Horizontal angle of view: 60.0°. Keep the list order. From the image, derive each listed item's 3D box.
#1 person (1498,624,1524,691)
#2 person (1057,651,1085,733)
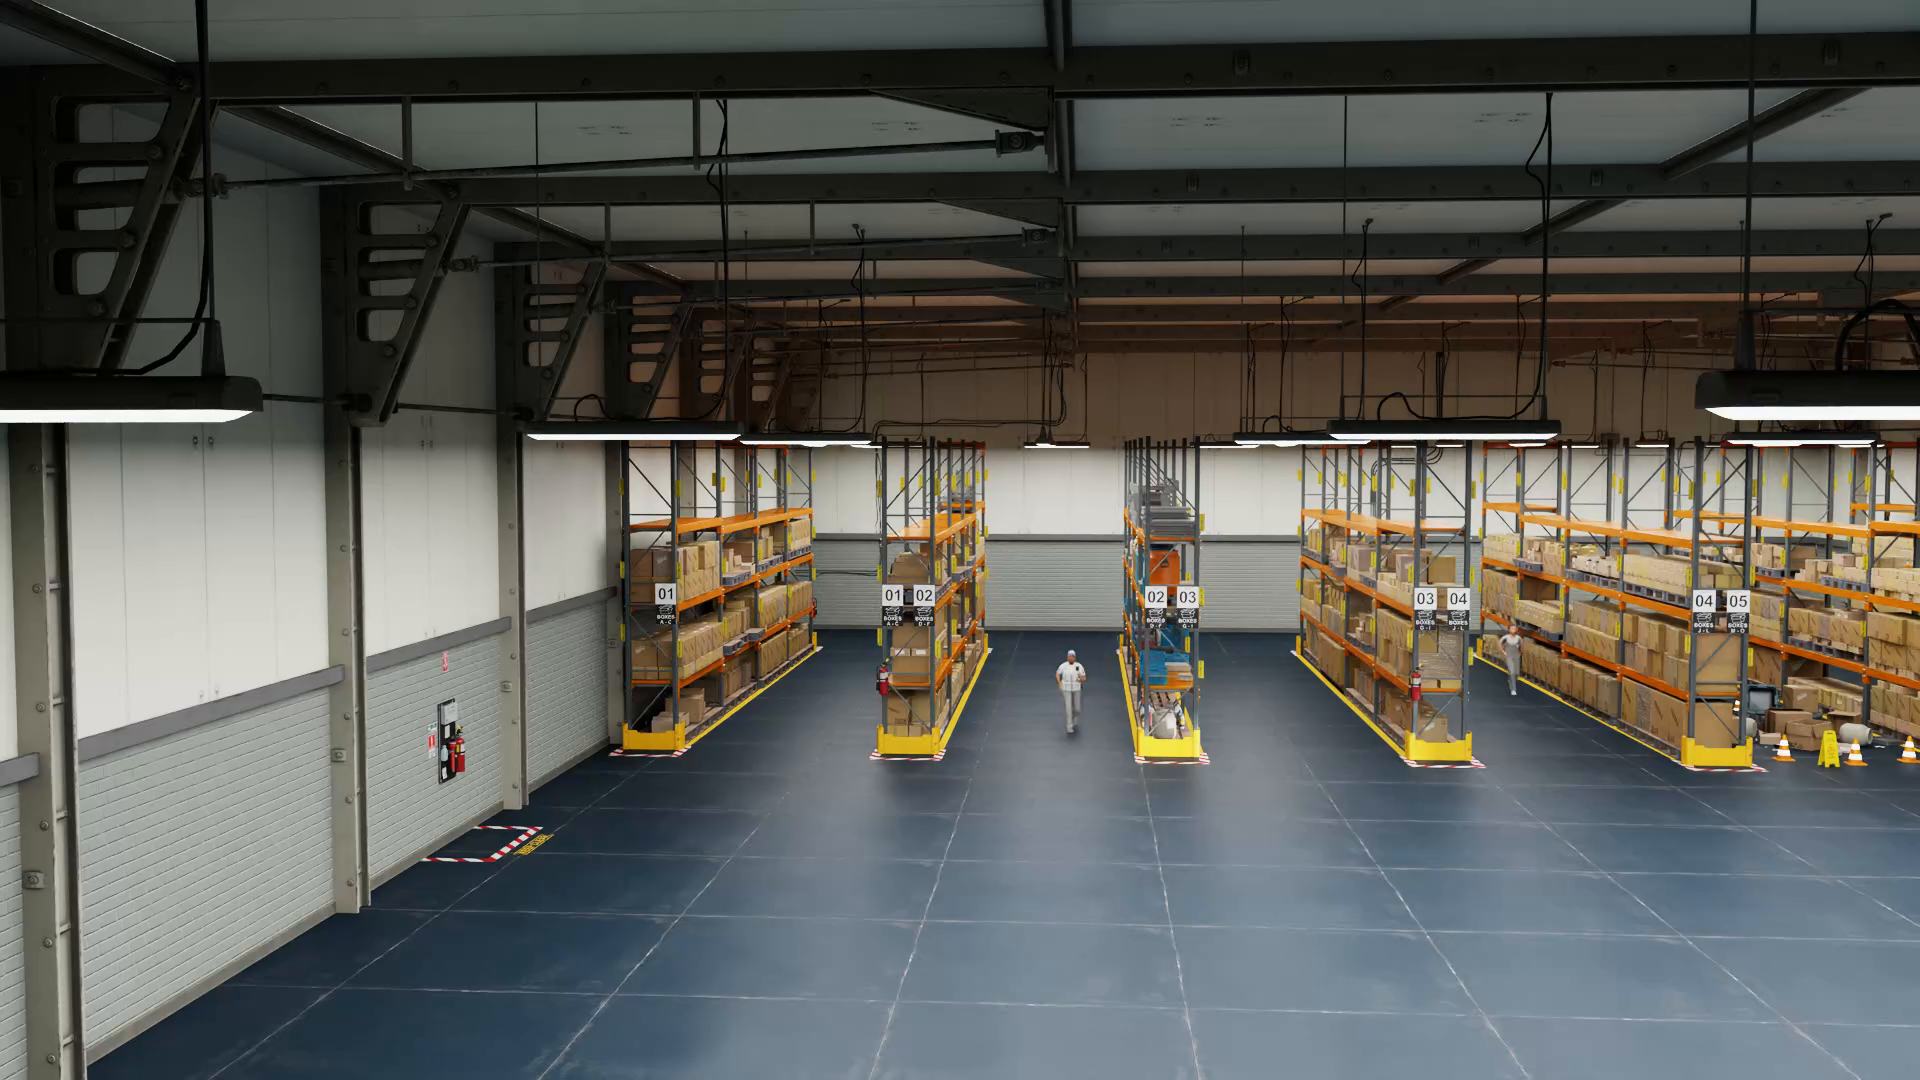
[{"bbox_3d":[13.010,2.763,39.253,0.575,1.575,0.588,0,3,3],"label":"person"},{"bbox_3d":[2.275,3.078,34.001,0.585,1.637,0.843,0,3,-2],"label":"person"}]
